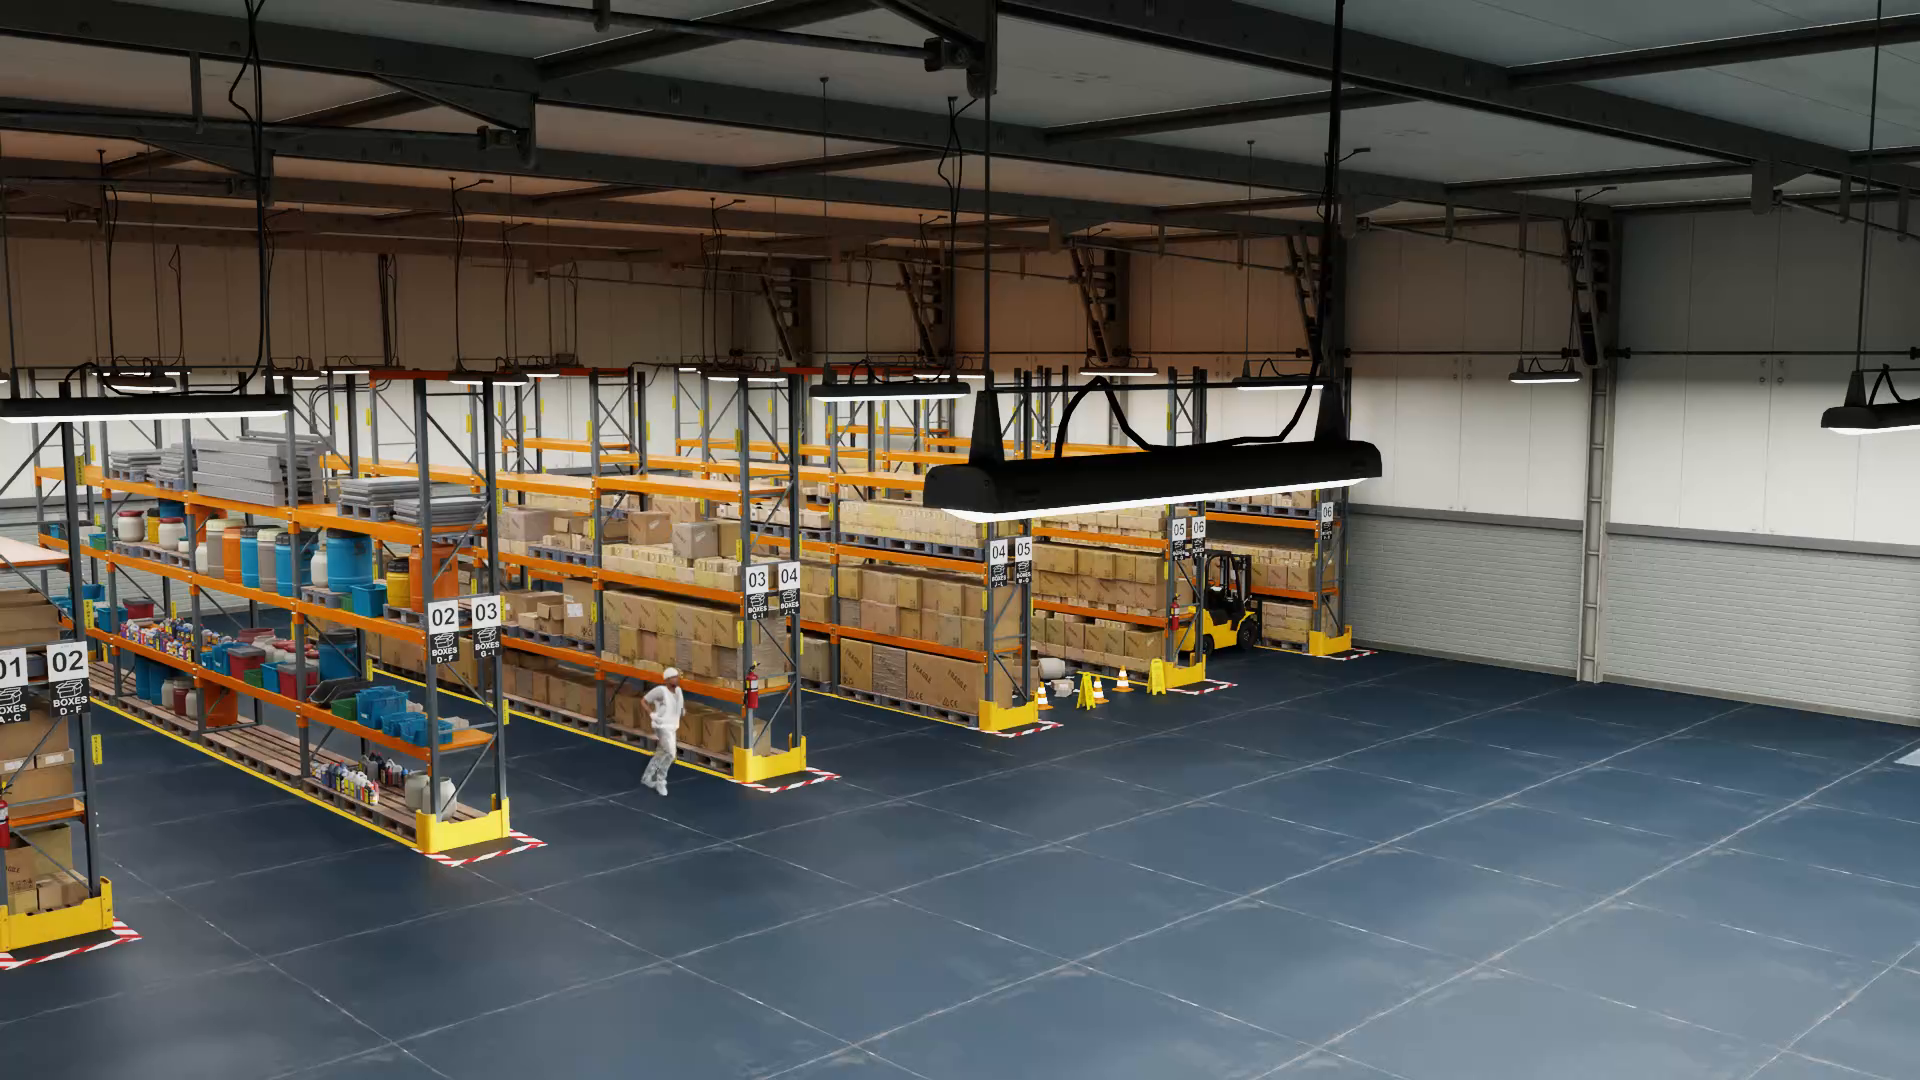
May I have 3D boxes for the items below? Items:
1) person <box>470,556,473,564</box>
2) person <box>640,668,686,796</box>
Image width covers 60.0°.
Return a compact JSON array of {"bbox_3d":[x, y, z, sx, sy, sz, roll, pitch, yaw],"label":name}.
[{"bbox_3d":[-11.629,1.030,39.850,0.603,1.659,0.650,3,7,24],"label":"person"},{"bbox_3d":[-4.276,2.756,24.105,0.689,1.828,0.694,3,7,24],"label":"person"}]
